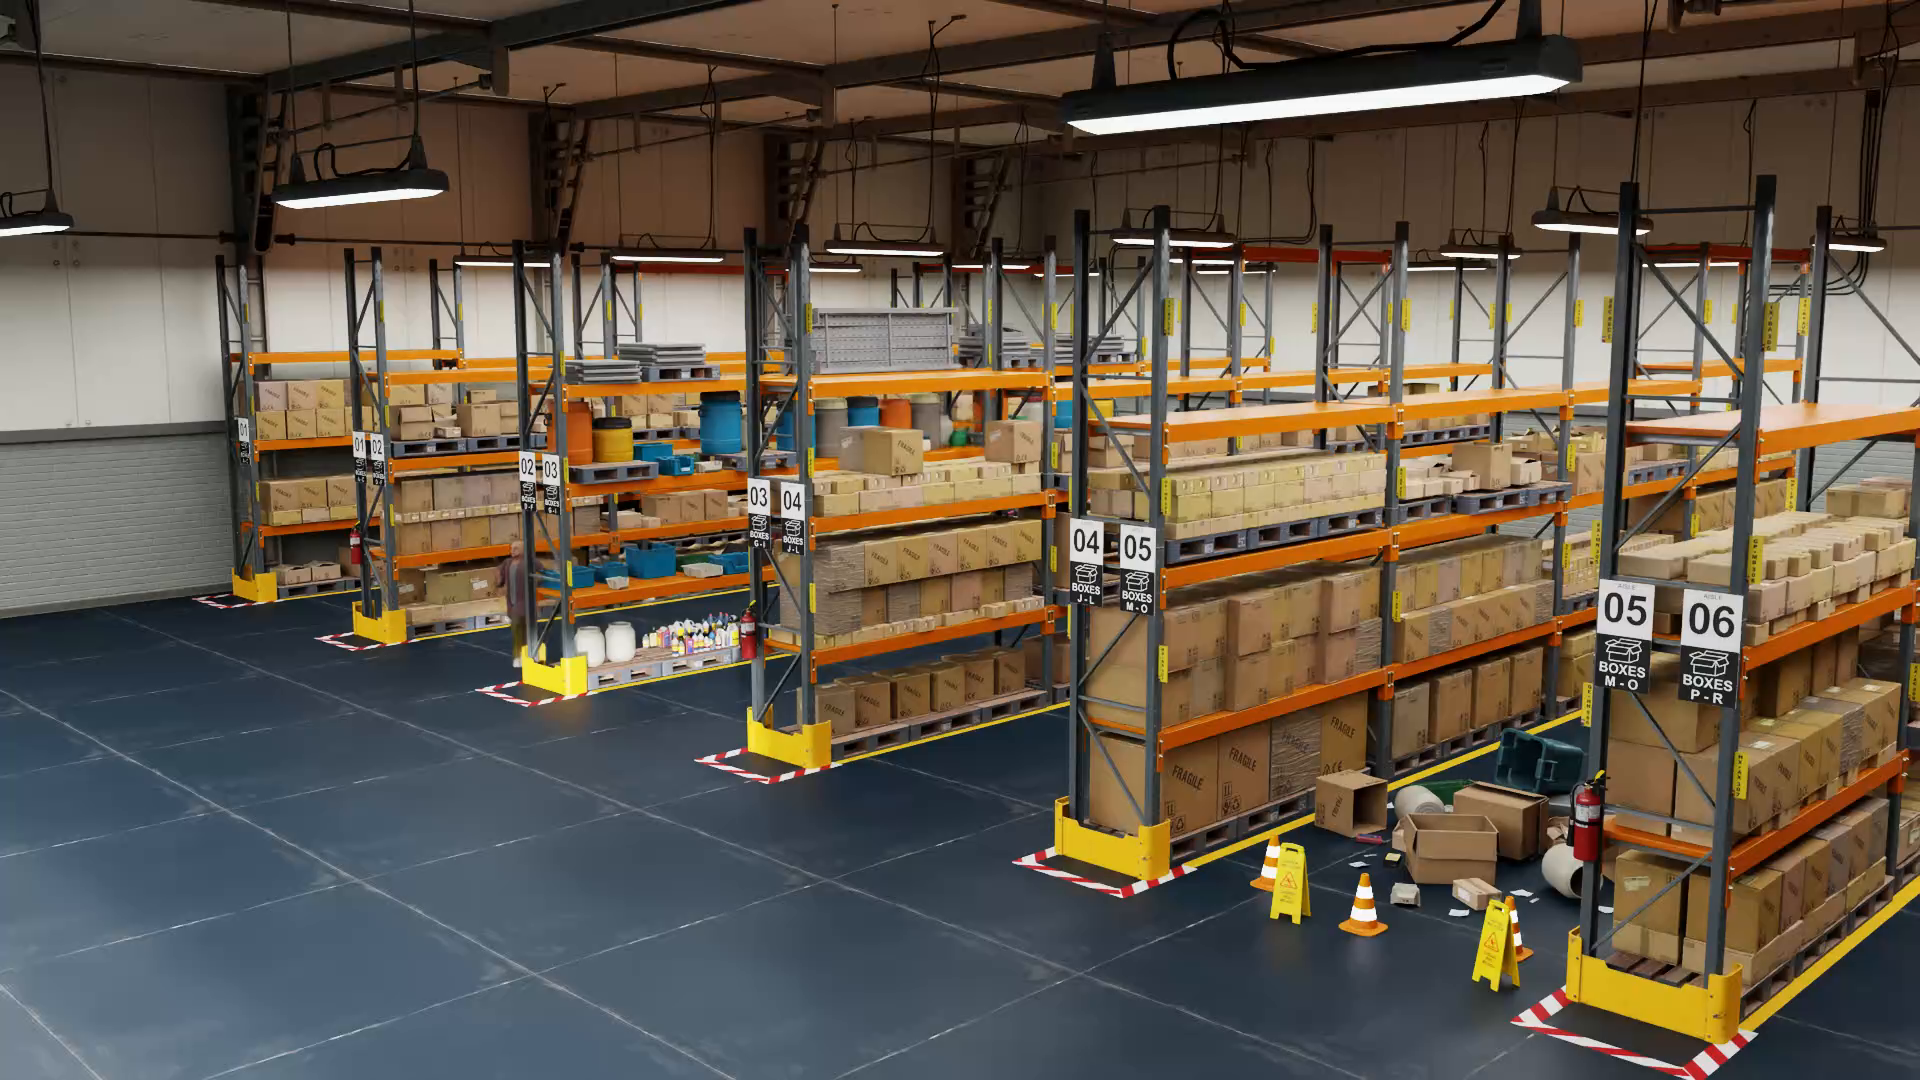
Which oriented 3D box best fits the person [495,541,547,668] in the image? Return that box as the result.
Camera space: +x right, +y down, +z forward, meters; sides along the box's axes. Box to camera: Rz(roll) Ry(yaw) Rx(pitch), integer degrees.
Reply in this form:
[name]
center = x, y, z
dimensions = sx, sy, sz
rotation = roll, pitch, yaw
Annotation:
[person]
center = -6.335, 0.923, 23.928
dimensions = 0.700, 1.854, 0.818
rotation = 4, 9, 27
